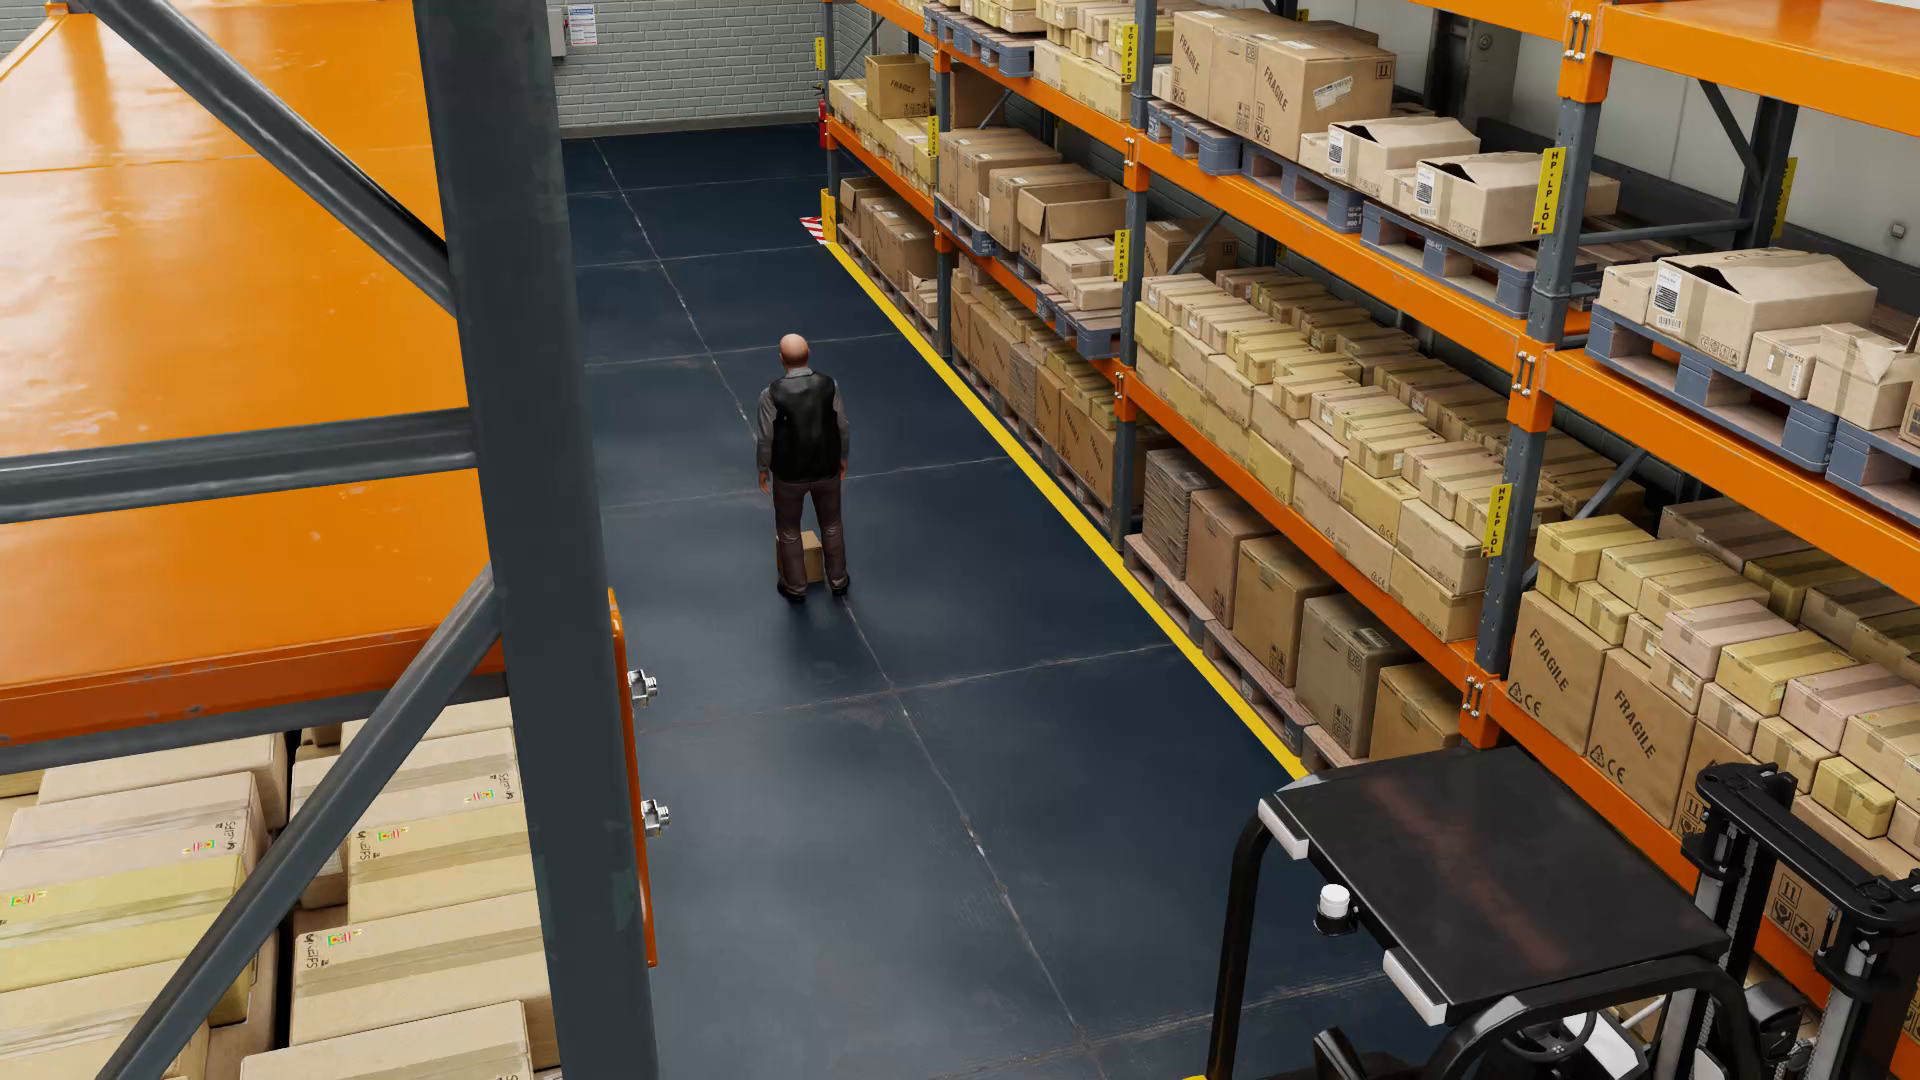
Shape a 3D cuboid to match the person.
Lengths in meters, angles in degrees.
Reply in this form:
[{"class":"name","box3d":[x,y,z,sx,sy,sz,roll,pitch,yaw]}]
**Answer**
[{"class":"person","box3d":[-0.955,-0.424,10.253,0.589,1.721,0.414,-9,28,-18]}]
